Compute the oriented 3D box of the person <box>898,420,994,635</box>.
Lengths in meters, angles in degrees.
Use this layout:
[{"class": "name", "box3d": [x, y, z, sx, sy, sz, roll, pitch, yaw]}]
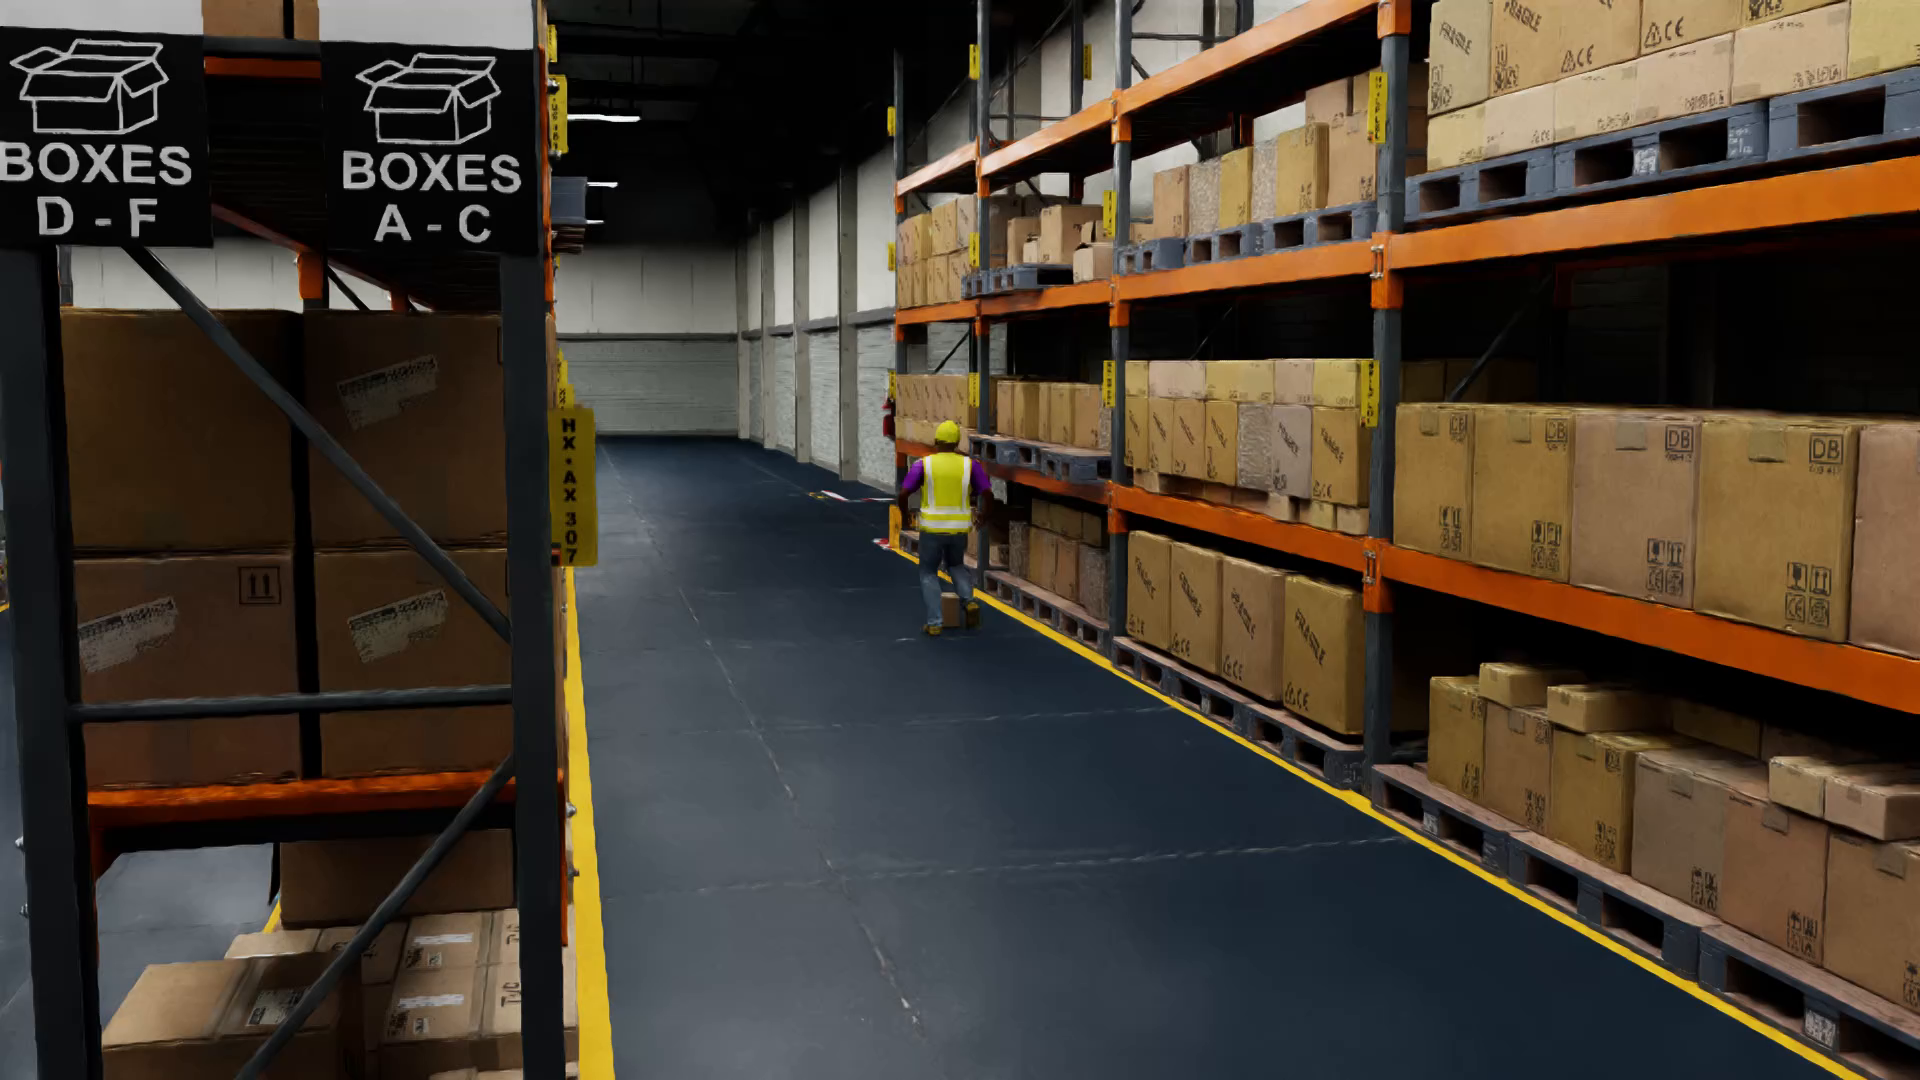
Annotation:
[{"class": "person", "box3d": [-0.143, -0.101, 13.415, 0.767, 1.729, 0.516, -2, 6, -16]}]
